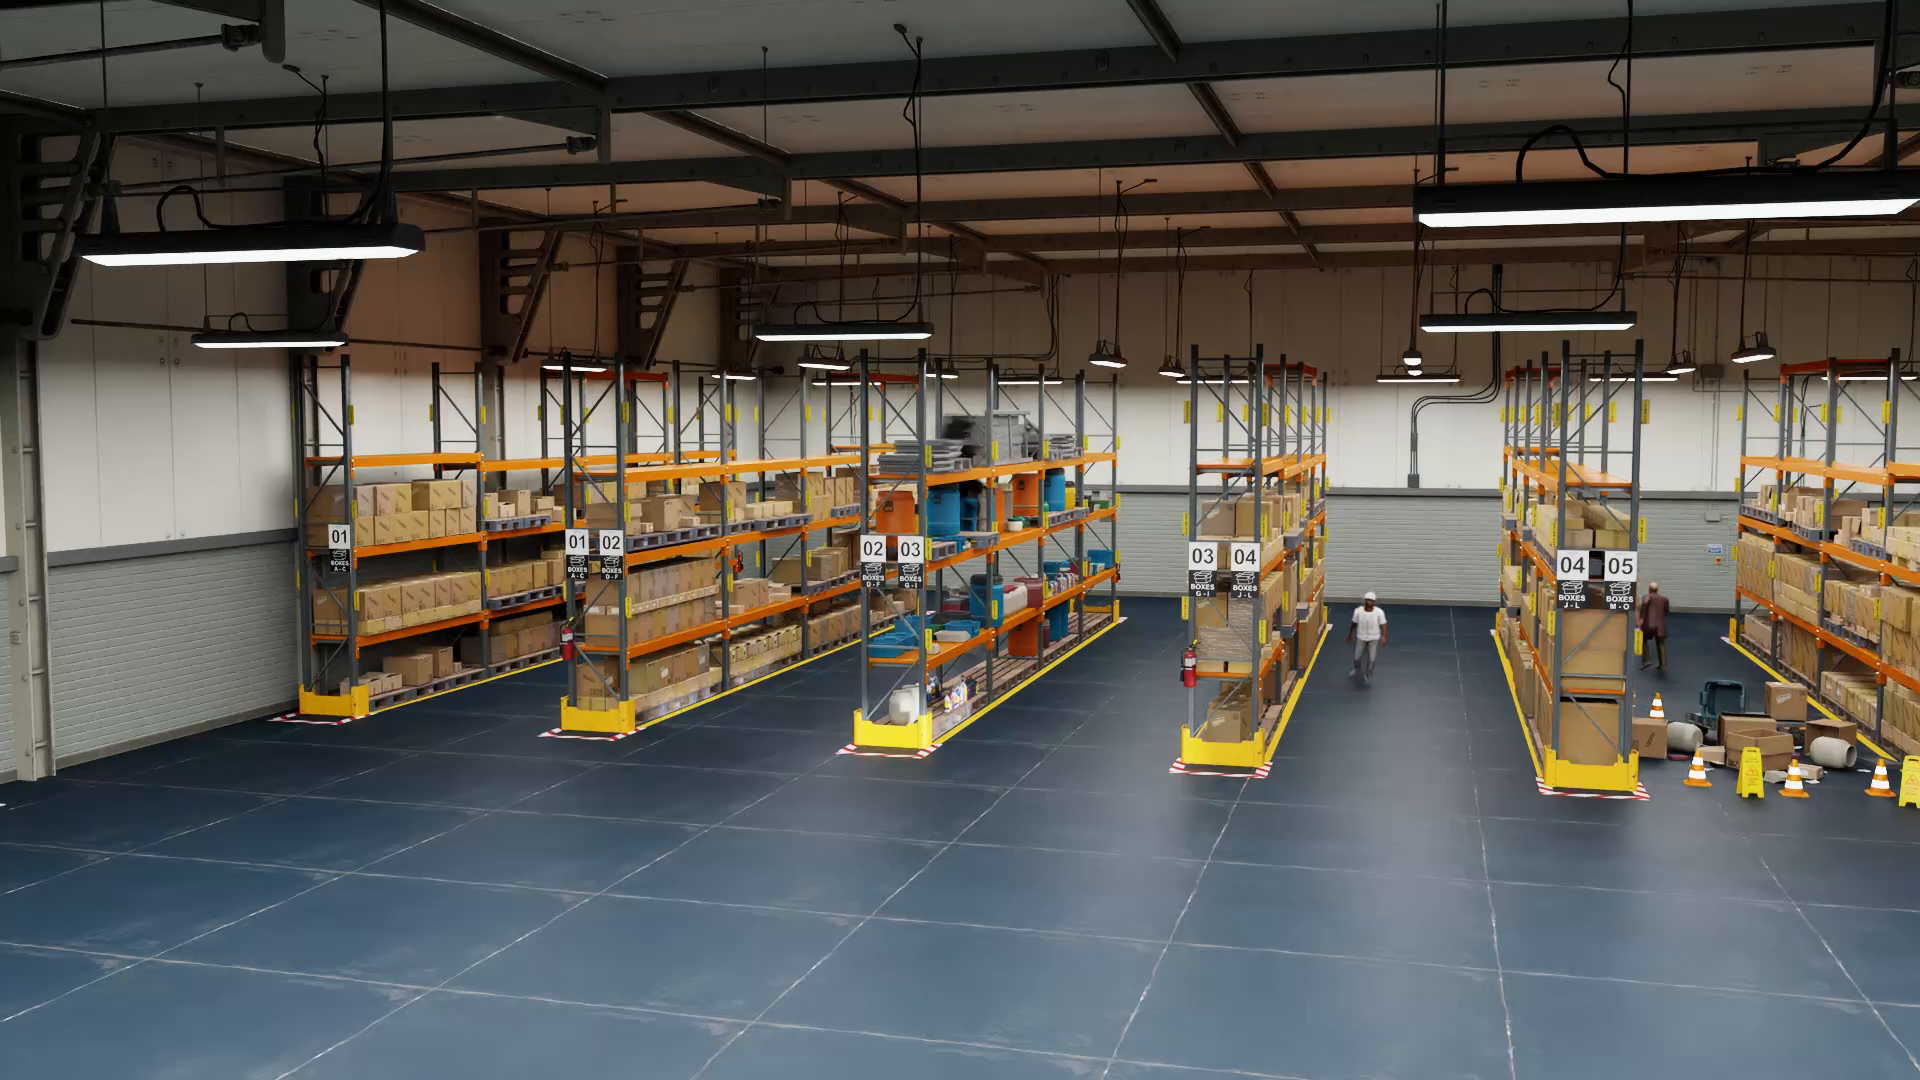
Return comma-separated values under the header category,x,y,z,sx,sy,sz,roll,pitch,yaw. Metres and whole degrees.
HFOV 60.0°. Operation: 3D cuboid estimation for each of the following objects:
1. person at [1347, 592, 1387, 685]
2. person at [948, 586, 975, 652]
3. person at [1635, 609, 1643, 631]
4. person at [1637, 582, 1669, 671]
category,x,y,z,sx,sy,sz,roll,pitch,yaw
person,7.565,1.818,30.899,0.749,1.725,0.673,1,5,18
person,0.058,1.655,34.431,0.622,1.469,1.045,3,5,35
person,15.275,1.307,38.062,0.818,1.700,0.576,1,4,8
person,13.570,1.710,32.517,0.697,1.742,1.049,0,4,3
